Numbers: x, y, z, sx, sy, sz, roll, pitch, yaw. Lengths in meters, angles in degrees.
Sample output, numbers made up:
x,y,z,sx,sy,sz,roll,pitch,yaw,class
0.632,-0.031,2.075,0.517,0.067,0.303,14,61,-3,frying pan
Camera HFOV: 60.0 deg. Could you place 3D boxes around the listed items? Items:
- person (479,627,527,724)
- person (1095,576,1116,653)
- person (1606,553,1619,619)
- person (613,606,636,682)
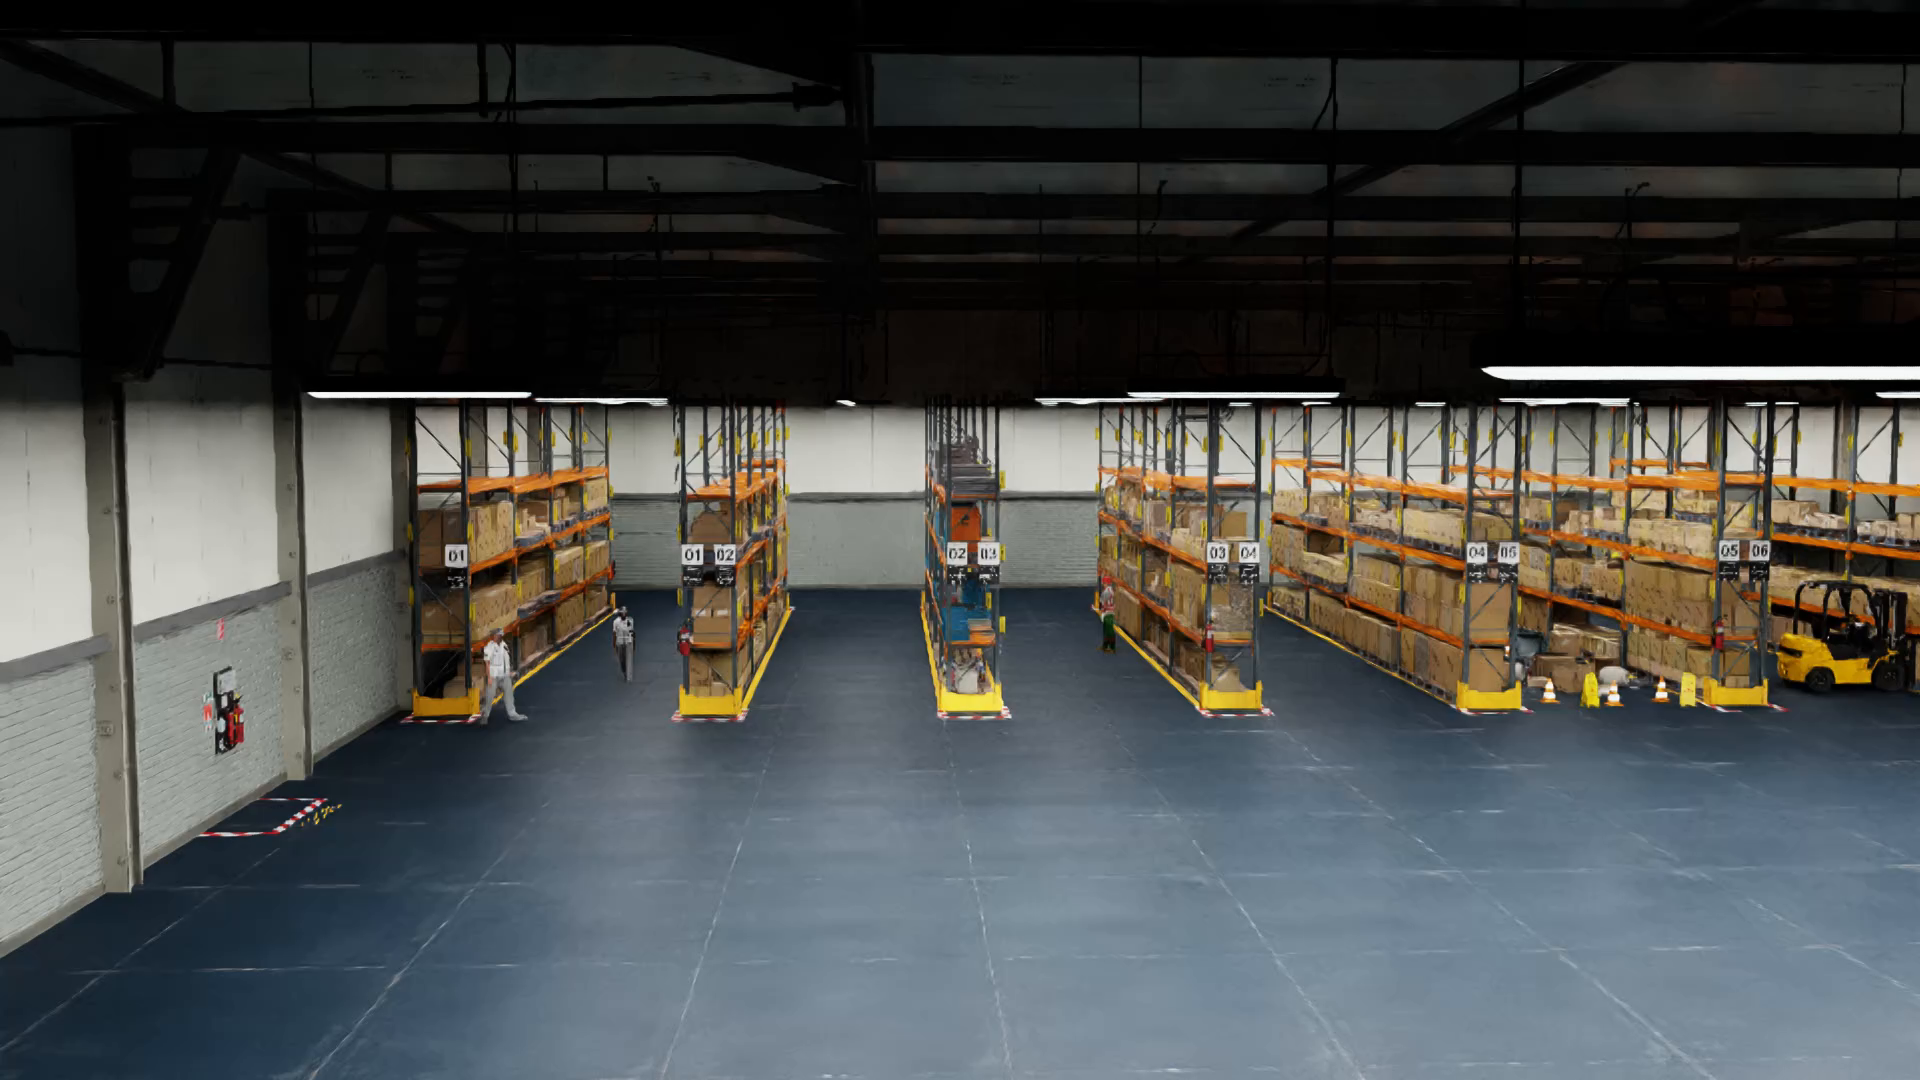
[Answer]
x,y,z,sx,sy,sz,roll,pitch,yaw,class
-8.379,2.443,30.285,0.586,1.753,0.769,3,5,35,person
3.430,1.727,39.091,0.550,1.787,0.628,1,5,15,person
17.941,1.251,45.496,0.472,1.791,0.596,1,5,8,person
-7.055,2.153,34.920,0.455,1.585,1.089,0,5,-5,person
